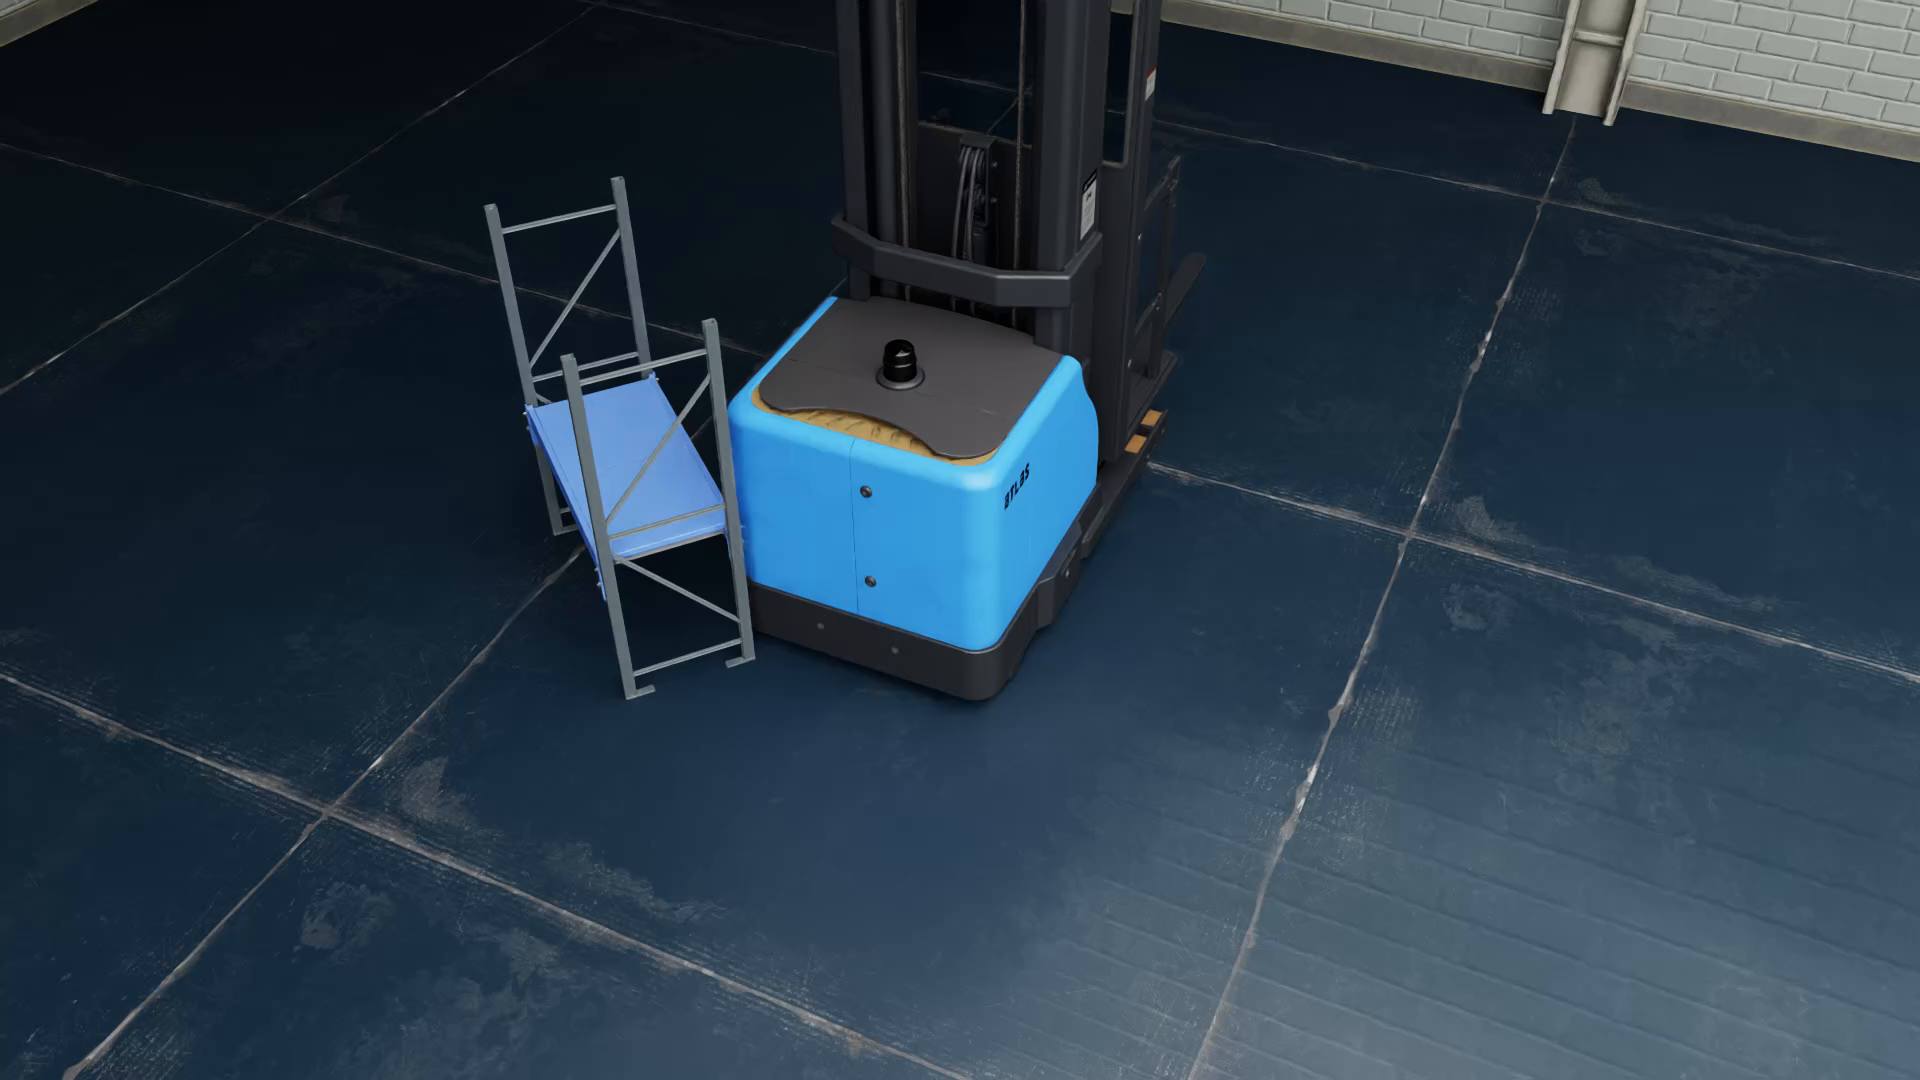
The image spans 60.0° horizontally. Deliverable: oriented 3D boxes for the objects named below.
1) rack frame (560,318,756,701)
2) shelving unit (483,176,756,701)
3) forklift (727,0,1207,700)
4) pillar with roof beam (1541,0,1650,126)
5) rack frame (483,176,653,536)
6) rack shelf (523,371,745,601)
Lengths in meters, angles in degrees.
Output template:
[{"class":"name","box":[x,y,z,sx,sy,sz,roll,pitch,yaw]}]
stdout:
[{"class":"rack frame","box":[-0.999,-0.059,5.673,0.500,1.500,0.032,-17,44,-19]},{"class":"shelving unit","box":[-1.216,-0.360,6.020,0.538,1.500,1.048,-17,44,-19]},{"class":"forklift","box":[0.255,-1.499,6.242,1.130,2.935,3.031,16,44,18]},{"class":"pillar with roof beam","box":[1.779,-3.347,3.742,0.400,9.000,9.100,17,44,19]},{"class":"rack frame","box":[-1.433,-0.661,6.368,0.500,1.500,0.032,-17,44,-19]},{"class":"rack shelf","box":[-1.216,-0.224,6.138,0.538,0.185,1.000,-17,44,-19]}]
